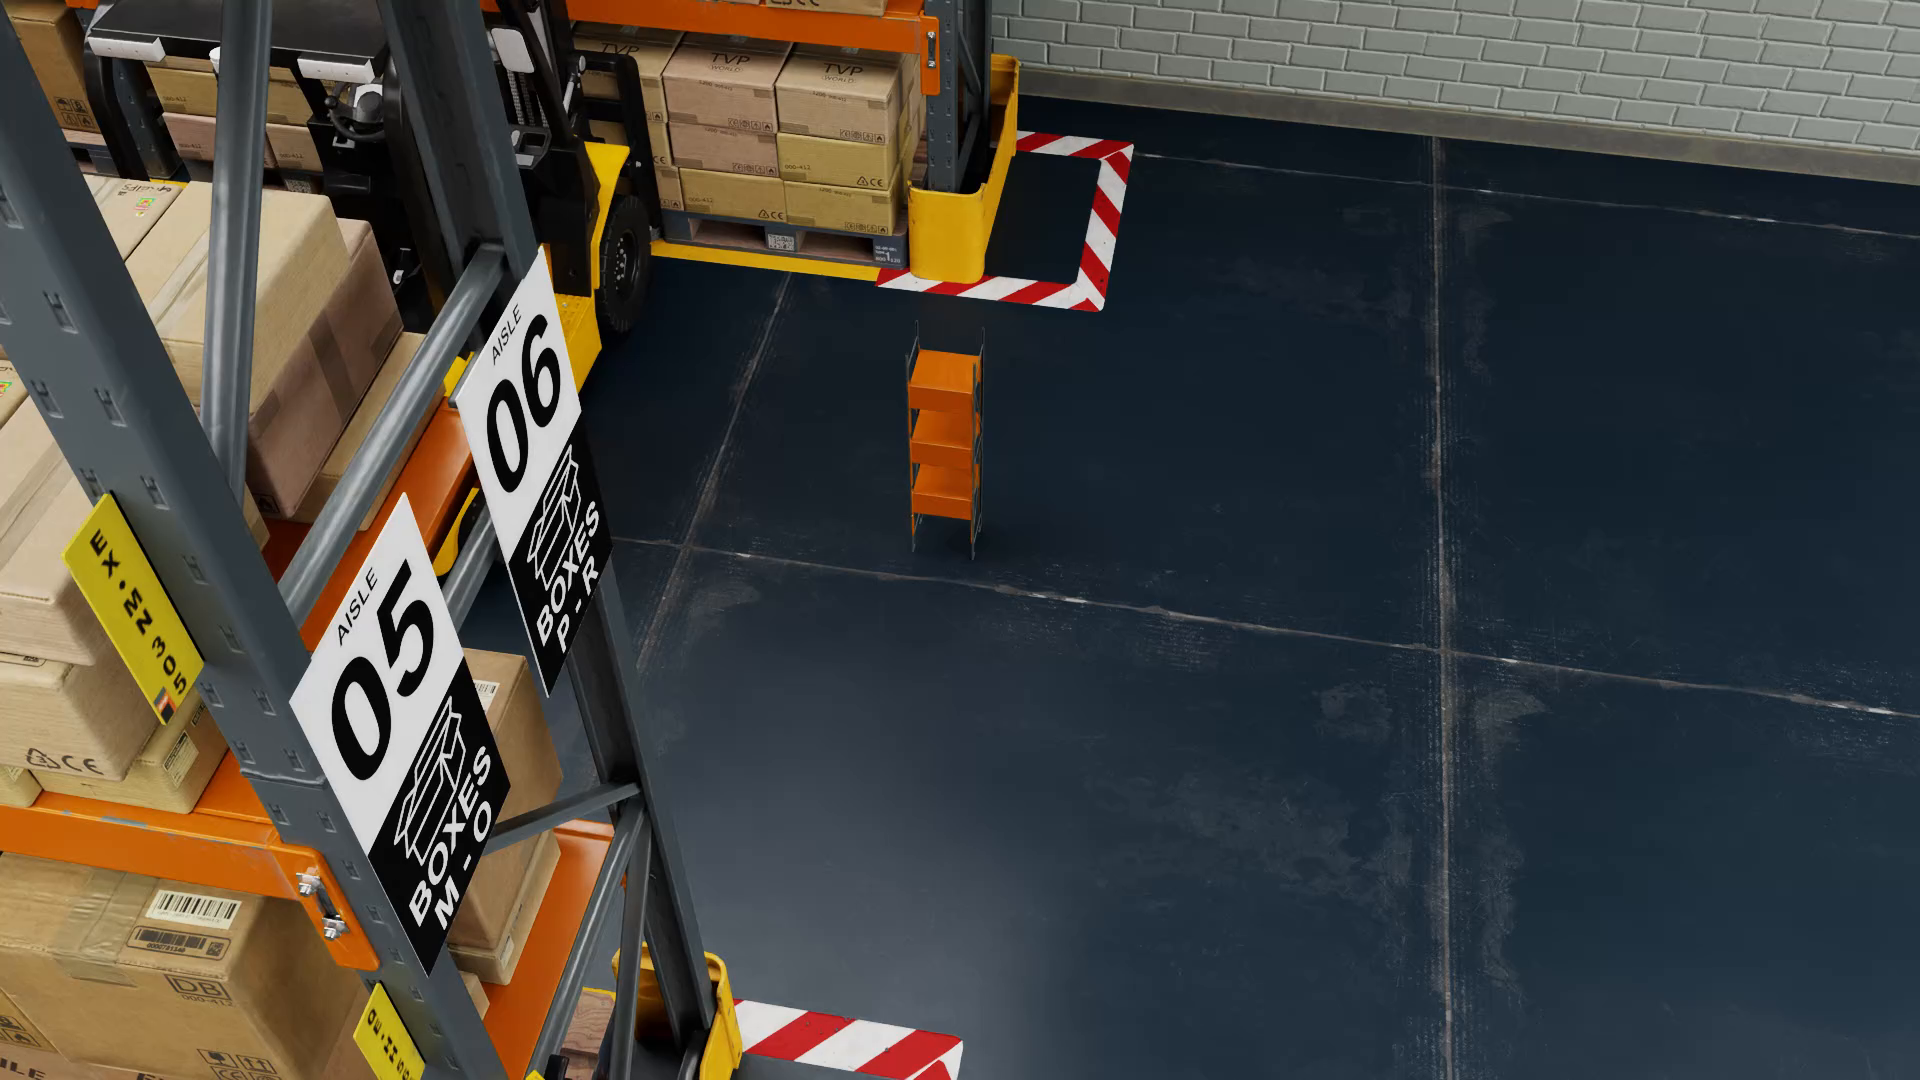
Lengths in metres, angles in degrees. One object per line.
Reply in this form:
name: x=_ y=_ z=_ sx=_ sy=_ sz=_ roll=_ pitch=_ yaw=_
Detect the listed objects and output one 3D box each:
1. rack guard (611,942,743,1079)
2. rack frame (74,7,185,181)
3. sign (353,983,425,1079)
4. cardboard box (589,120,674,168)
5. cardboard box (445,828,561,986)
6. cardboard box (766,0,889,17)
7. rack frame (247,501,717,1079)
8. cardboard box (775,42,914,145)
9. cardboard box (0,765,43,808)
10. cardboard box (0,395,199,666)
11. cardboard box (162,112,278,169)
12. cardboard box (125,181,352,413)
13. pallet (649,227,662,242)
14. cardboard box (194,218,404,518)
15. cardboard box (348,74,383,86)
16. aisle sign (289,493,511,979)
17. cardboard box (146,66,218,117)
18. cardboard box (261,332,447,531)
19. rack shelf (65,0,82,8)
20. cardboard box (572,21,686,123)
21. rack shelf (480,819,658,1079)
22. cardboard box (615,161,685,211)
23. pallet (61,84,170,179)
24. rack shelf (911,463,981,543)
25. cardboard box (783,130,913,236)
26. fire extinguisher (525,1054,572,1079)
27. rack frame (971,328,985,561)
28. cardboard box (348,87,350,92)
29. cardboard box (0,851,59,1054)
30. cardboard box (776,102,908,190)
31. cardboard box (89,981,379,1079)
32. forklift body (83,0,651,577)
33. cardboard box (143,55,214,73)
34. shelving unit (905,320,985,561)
rack guard: x=-0.952 y=1.810 z=4.759 sx=0.348 sy=0.500 sz=1.175 roll=8 pitch=49 yaw=7
rack frame: x=-3.934 y=-3.178 z=7.561 sx=0.127 sy=3.000 sz=1.000 roll=8 pitch=49 yaw=7
sign: x=-0.996 y=0.896 z=2.910 sx=0.005 sy=0.325 sz=0.100 roll=8 pitch=49 yaw=7
cardboard box: x=-1.536 y=-2.000 z=7.733 sx=0.500 sy=0.250 sz=0.500 roll=7 pitch=48 yaw=6
cardboard box: x=-1.175 y=0.872 z=4.091 sx=0.250 sy=0.149 sz=0.380 roll=8 pitch=49 yaw=7
cardboard box: x=-0.529 y=-2.555 z=6.934 sx=0.500 sy=0.500 sz=0.500 roll=7 pitch=48 yaw=6
rack frame: x=-0.877 y=0.985 z=3.821 sx=0.127 sy=3.000 sz=1.000 roll=8 pitch=49 yaw=7
cardboard box: x=-0.507 y=-2.037 z=7.430 sx=0.500 sy=0.250 sz=0.500 roll=9 pitch=49 yaw=8
cardboard box: x=-1.529 y=0.215 z=2.665 sx=0.250 sy=0.149 sz=0.380 roll=8 pitch=49 yaw=7
cardboard box: x=-1.262 y=-0.029 z=2.348 sx=0.250 sy=0.149 sz=0.380 roll=8 pitch=49 yaw=7
cardboard box: x=-3.517 y=-2.093 z=8.152 sx=0.500 sy=0.250 sz=0.500 roll=8 pitch=49 yaw=7
cardboard box: x=-1.191 y=-0.397 z=2.678 sx=0.250 sy=0.149 sz=0.380 roll=7 pitch=48 yaw=7
pallet: x=-1.955 y=-1.951 z=8.333 sx=1.213 sy=0.211 sz=1.003 roll=8 pitch=49 yaw=7
cardboard box: x=-1.325 y=-0.329 z=2.885 sx=0.500 sy=0.250 sz=0.500 roll=7 pitch=48 yaw=6
cardboard box: x=-2.521 y=-2.308 z=7.673 sx=0.500 sy=0.250 sz=0.500 roll=9 pitch=49 yaw=8
aisle sign: x=-0.868 y=0.336 z=2.655 sx=0.004 sy=0.787 sz=0.394 roll=8 pitch=49 yaw=7
cardboard box: x=-3.513 y=-2.277 z=7.981 sx=0.500 sy=0.250 sz=0.500 roll=7 pitch=48 yaw=7
cardboard box: x=-1.146 y=-0.215 z=3.051 sx=0.250 sy=0.149 sz=0.380 roll=8 pitch=49 yaw=7
rack shelf: x=-5.902 y=-3.202 z=8.066 sx=4.000 sy=0.370 sz=1.077 roll=8 pitch=49 yaw=7
cardboard box: x=-1.508 y=-2.160 z=7.540 sx=0.500 sy=0.250 sz=0.500 roll=8 pitch=49 yaw=7
rack shelf: x=-2.845 y=0.961 z=4.326 sx=4.000 sy=0.370 sz=1.077 roll=8 pitch=49 yaw=7
cardboard box: x=-1.495 y=-1.847 z=7.931 sx=0.500 sy=0.250 sz=0.500 roll=8 pitch=49 yaw=7
pallet: x=-4.666 y=-2.315 z=8.660 sx=1.213 sy=0.211 sz=1.003 roll=8 pitch=49 yaw=7
rack shelf: x=-0.053 y=-0.165 z=6.552 sx=0.240 sy=0.259 sz=0.215 roll=8 pitch=49 yaw=7
cardboard box: x=-0.517 y=-1.701 z=7.800 sx=0.500 sy=0.250 sz=0.500 roll=8 pitch=49 yaw=7
fire extinguisher: x=-0.846 y=1.363 z=3.533 sx=0.183 sy=0.674 sz=0.296 roll=8 pitch=49 yaw=7
rack frame: x=0.067 y=-0.342 z=6.323 sx=0.008 sy=1.050 sz=0.200 roll=8 pitch=49 yaw=7
cardboard box: x=-2.525 y=-2.137 z=7.855 sx=0.500 sy=0.250 sz=0.500 roll=7 pitch=48 yaw=7
cardboard box: x=-1.915 y=0.537 z=3.283 sx=0.500 sy=0.500 sz=0.700 roll=8 pitch=49 yaw=7
cardboard box: x=-0.533 y=-1.873 z=7.619 sx=0.500 sy=0.250 sz=0.500 roll=7 pitch=48 yaw=6
cardboard box: x=-1.460 y=0.982 z=3.556 sx=0.500 sy=0.500 sz=0.500 roll=7 pitch=48 yaw=6
forklift body: x=-2.189 y=-1.281 z=6.427 sx=1.214 sy=2.155 sz=2.313 roll=8 pitch=49 yaw=7
cardboard box: x=-3.514 y=-2.440 z=7.792 sx=0.500 sy=0.250 sz=0.500 roll=7 pitch=48 yaw=6
shelving unit: x=-0.053 y=-0.358 z=6.338 sx=0.252 sy=1.050 sz=0.215 roll=8 pitch=49 yaw=7
